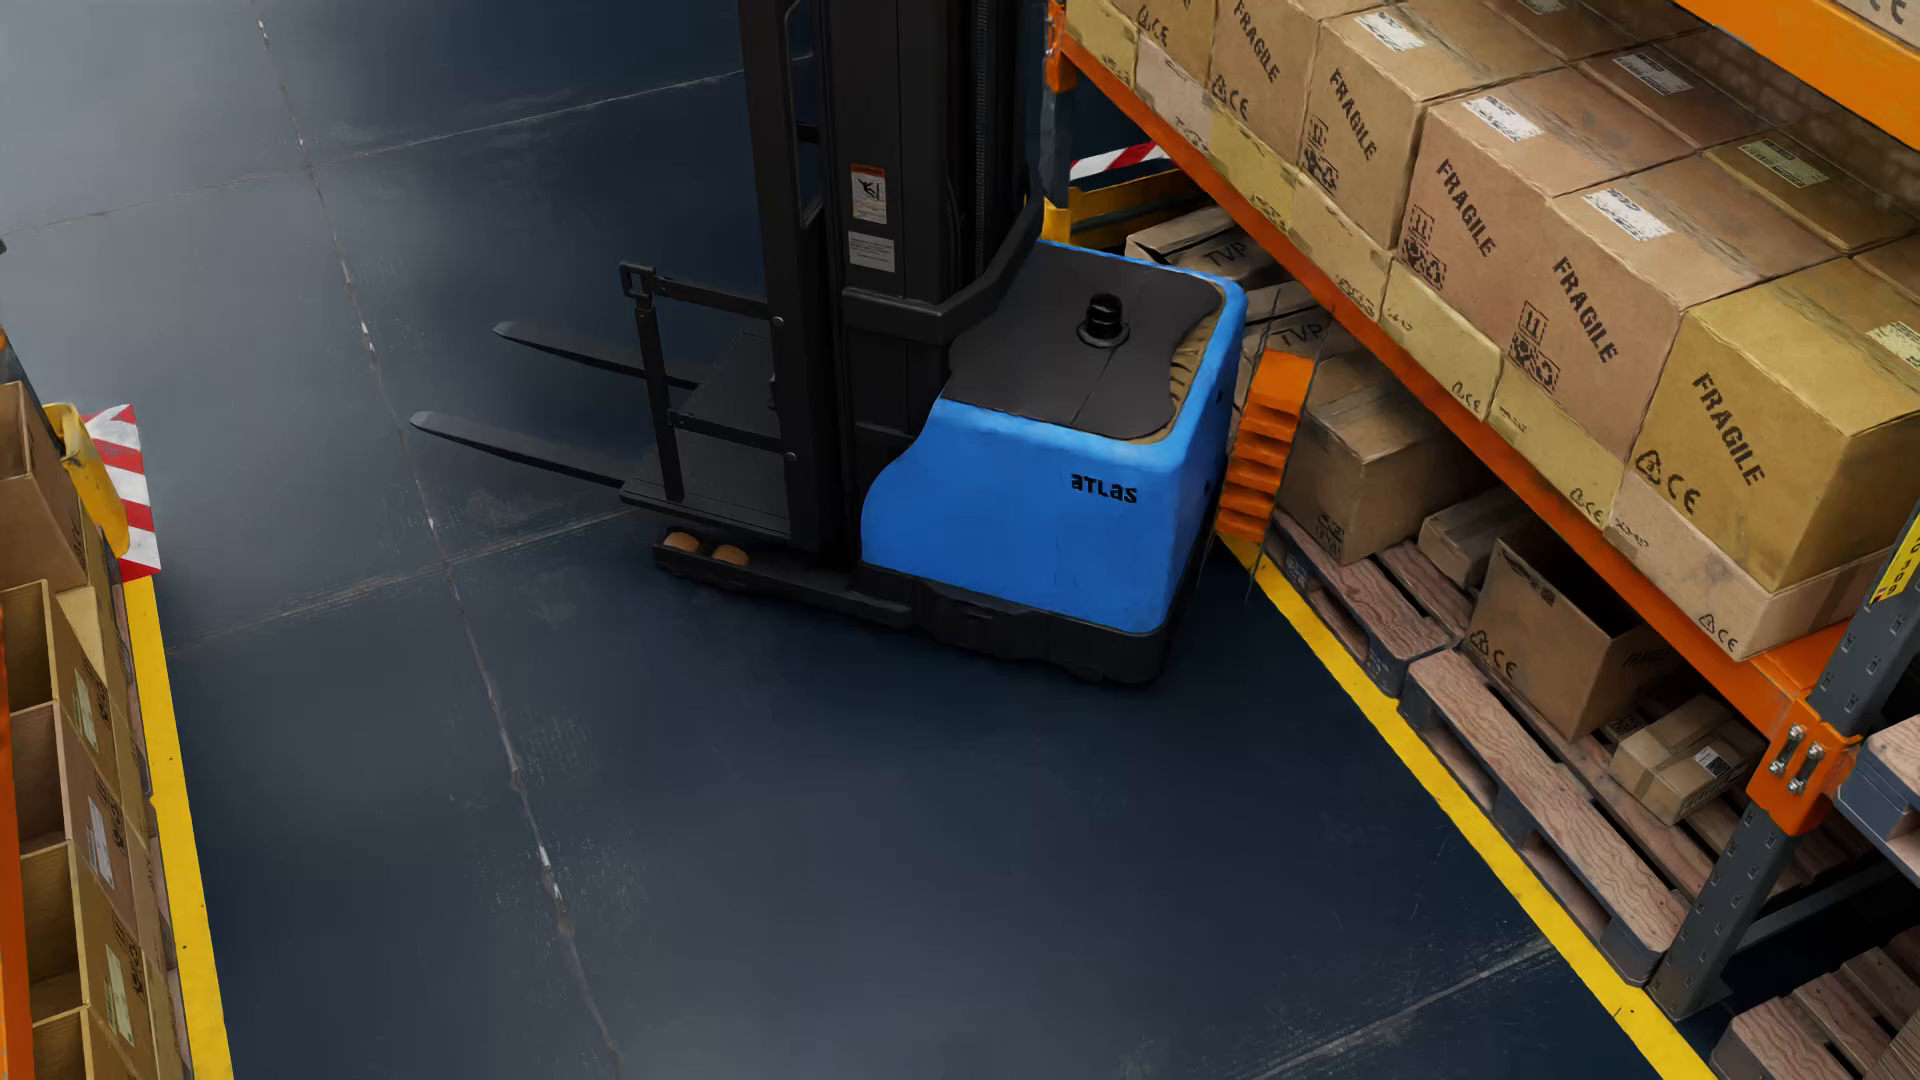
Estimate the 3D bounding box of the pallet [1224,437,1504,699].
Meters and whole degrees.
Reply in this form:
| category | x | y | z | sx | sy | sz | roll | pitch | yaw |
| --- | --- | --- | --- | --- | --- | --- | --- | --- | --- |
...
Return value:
| category | x | y | z | sx | sy | sz | roll | pitch | yaw |
| --- | --- | --- | --- | --- | --- | --- | --- | --- | --- |
| pallet | 1.666 | -0.053 | 6.153 | 1.003 | 0.211 | 1.213 | -18 | 47 | -17 |

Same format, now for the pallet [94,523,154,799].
| category | x | y | z | sx | sy | sz | roll | pitch | yaw |
| --- | --- | --- | --- | --- | --- | --- | --- | --- | --- |
| pallet | -3.318 | 0.535 | 5.558 | 1.003 | 0.211 | 1.213 | -18 | 47 | -17 |

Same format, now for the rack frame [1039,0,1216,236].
| category | x | y | z | sx | sy | sz | roll | pitch | yaw |
| --- | --- | --- | --- | --- | --- | --- | --- | --- | --- |
| rack frame | 0.816 | -2.398 | 6.545 | 1.000 | 3.000 | 0.127 | -18 | 47 | -17 |

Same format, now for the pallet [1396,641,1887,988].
| category | x | y | z | sx | sy | sz | roll | pitch | yaw |
| --- | --- | --- | --- | --- | --- | --- | --- | --- | --- |
| pallet | 2.183 | 0.726 | 5.364 | 1.003 | 0.211 | 1.213 | -18 | 47 | -17 |

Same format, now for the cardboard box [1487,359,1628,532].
| category | x | y | z | sx | sy | sz | roll | pitch | yaw |
| --- | --- | --- | --- | --- | --- | --- | --- | --- | --- |
| cardboard box | 1.822 | -0.335 | 4.547 | 0.500 | 0.250 | 0.500 | -18 | 47 | -17 |

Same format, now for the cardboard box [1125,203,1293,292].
| category | x | y | z | sx | sy | sz | roll | pitch | yaw |
| --- | --- | --- | --- | --- | --- | --- | --- | --- | --- |
| cardboard box | 1.025 | -1.130 | 6.861 | 0.500 | 0.311 | 0.500 | -23 | 49 | -22 |

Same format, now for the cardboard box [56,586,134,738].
| category | x | y | z | sx | sy | sz | roll | pitch | yaw |
| --- | --- | --- | --- | --- | --- | --- | --- | --- | --- |
| cardboard box | -2.962 | 0.466 | 5.301 | 0.500 | 0.250 | 0.500 | -18 | 47 | -17 |

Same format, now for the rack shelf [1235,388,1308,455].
| category | x | y | z | sx | sy | sz | roll | pitch | yaw |
| --- | --- | --- | --- | --- | --- | --- | --- | --- | --- |
| rack shelf | 1.042 | -0.422 | 5.538 | 0.180 | 0.103 | 0.258 | 17 | 47 | 11 |

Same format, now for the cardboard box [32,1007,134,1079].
| category | x | y | z | sx | sy | sz | roll | pitch | yaw |
| --- | --- | --- | --- | --- | --- | --- | --- | --- | --- |
| cardboard box | -2.123 | 1.474 | 3.745 | 0.500 | 0.500 | 0.500 | -18 | 47 | -17 |

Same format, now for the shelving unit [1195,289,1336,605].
| category | x | y | z | sx | sy | sz | roll | pitch | yaw |
| --- | --- | --- | --- | --- | --- | --- | --- | --- | --- |
| shelving unit | 1.028 | -0.287 | 5.678 | 0.189 | 1.200 | 0.258 | 17 | 47 | 11 |

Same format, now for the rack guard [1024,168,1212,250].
| category | x | y | z | sx | sy | sz | roll | pitch | yaw |
| --- | --- | --- | --- | --- | --- | --- | --- | --- | --- |
| rack guard | 0.848 | -1.460 | 7.374 | 1.175 | 0.500 | 0.348 | -18 | 47 | -17 |

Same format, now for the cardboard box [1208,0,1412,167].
| category | x | y | z | sx | sy | sz | roll | pitch | yaw |
| --- | --- | --- | --- | --- | --- | --- | --- | --- | --- |
| cardboard box | 1.154 | -1.577 | 5.271 | 0.500 | 0.500 | 0.500 | -20 | 48 | -19 |

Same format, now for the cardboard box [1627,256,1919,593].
| category | x | y | z | sx | sy | sz | roll | pitch | yaw |
| --- | --- | --- | --- | --- | --- | --- | --- | --- | --- |
| cardboard box | 2.018 | -0.280 | 3.957 | 0.500 | 0.500 | 0.500 | -18 | 47 | -18 |

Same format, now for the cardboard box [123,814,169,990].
| category | x | y | z | sx | sy | sz | roll | pitch | yaw |
| --- | --- | --- | --- | --- | --- | --- | --- | --- | --- |
| cardboard box | -2.542 | 1.103 | 4.655 | 0.500 | 0.250 | 0.500 | -18 | 47 | -17 |

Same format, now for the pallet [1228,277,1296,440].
| category | x | y | z | sx | sy | sz | roll | pitch | yaw |
| --- | --- | --- | --- | --- | --- | --- | --- | --- | --- |
| pallet | 1.157 | -0.829 | 6.940 | 1.003 | 0.211 | 1.213 | -18 | 47 | -17 |

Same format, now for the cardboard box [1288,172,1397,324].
| category | x | y | z | sx | sy | sz | roll | pitch | yaw |
| --- | --- | --- | --- | --- | --- | --- | --- | --- | --- |
| cardboard box | 1.384 | -0.971 | 5.191 | 0.500 | 0.250 | 0.500 | -18 | 47 | -17 |

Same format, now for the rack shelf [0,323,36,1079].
| category | x | y | z | sx | sy | sz | roll | pitch | yaw |
| --- | --- | --- | --- | --- | --- | --- | --- | --- | --- |
| rack shelf | -2.836 | 0.598 | 4.021 | 1.077 | 0.370 | 4.000 | -18 | 47 | -17 |

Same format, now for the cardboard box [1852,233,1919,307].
| category | x | y | z | sx | sy | sz | roll | pitch | yaw |
| --- | --- | --- | --- | --- | --- | --- | --- | --- | --- |
| cardboard box | 2.490 | -0.431 | 4.110 | 0.500 | 0.500 | 0.500 | -19 | 48 | -18 |

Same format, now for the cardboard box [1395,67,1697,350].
| category | x | y | z | sx | sy | sz | roll | pitch | yaw |
| --- | --- | --- | --- | --- | --- | --- | --- | --- | --- |
| cardboard box | 1.601 | -0.920 | 4.606 | 0.500 | 0.500 | 0.500 | -19 | 48 | -19 |

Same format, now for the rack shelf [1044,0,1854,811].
| category | x | y | z | sx | sy | sz | roll | pitch | yaw |
| --- | --- | --- | --- | --- | --- | --- | --- | --- | --- |
| rack shelf | 1.657 | -0.868 | 5.506 | 1.077 | 0.370 | 4.000 | -18 | 47 | -17 |

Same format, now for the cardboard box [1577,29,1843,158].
| category | x | y | z | sx | sy | sz | roll | pitch | yaw |
| --- | --- | --- | --- | --- | --- | --- | --- | --- | --- |
| cardboard box | 2.071 | -1.081 | 4.769 | 0.500 | 0.500 | 0.500 | -17 | 47 | -16 |

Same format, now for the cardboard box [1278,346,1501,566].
| category | x | y | z | sx | sy | sz | roll | pitch | yaw |
| --- | --- | --- | --- | --- | --- | --- | --- | --- | --- |
| cardboard box | 1.528 | -0.352 | 5.938 | 0.700 | 0.500 | 0.500 | -21 | 48 | -20 |

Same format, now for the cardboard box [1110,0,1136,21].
| category | x | y | z | sx | sy | sz | roll | pitch | yaw |
| --- | --- | --- | --- | --- | --- | --- | --- | --- | --- |
| cardboard box | 0.744 | -2.226 | 5.929 | 0.500 | 0.500 | 0.500 | -18 | 47 | -17 |

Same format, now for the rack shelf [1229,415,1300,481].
| category | x | y | z | sx | sy | sz | roll | pitch | yaw |
| --- | --- | --- | --- | --- | --- | --- | --- | --- | --- |
| rack shelf | 1.033 | -0.340 | 5.624 | 0.180 | 0.103 | 0.258 | 17 | 47 | 11 |

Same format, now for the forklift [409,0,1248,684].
| category | x | y | z | sx | sy | sz | roll | pitch | yaw |
| --- | --- | --- | --- | --- | --- | --- | --- | --- | --- |
| forklift | -0.586 | -1.195 | 5.374 | 3.031 | 2.935 | 1.130 | 14 | 46 | 14 |

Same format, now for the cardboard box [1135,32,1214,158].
| category | x | y | z | sx | sy | sz | roll | pitch | yaw |
| --- | --- | --- | --- | --- | --- | --- | --- | --- | --- |
| cardboard box | 0.964 | -1.621 | 5.849 | 0.500 | 0.250 | 0.500 | -19 | 48 | -19 |

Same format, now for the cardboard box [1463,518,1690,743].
| category | x | y | z | sx | sy | sz | roll | pitch | yaw |
| --- | --- | --- | --- | --- | --- | --- | --- | --- | --- |
| cardboard box | 2.025 | 0.234 | 5.343 | 0.500 | 0.500 | 0.500 | -21 | 49 | -20 |

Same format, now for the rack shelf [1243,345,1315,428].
| category | x | y | z | sx | sy | sz | roll | pitch | yaw |
| --- | --- | --- | --- | --- | --- | --- | --- | --- | --- |
| rack shelf | 1.051 | -0.505 | 5.451 | 0.180 | 0.103 | 0.258 | 17 | 47 | 11 |

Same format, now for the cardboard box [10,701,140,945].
| category | x | y | z | sx | sy | sz | roll | pitch | yaw |
| --- | --- | --- | --- | --- | --- | --- | --- | --- | --- |
| cardboard box | -2.539 | 0.835 | 4.393 | 0.500 | 0.500 | 0.500 | -18 | 47 | -17 |

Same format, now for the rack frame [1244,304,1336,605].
| category | x | y | z | sx | sy | sz | roll | pitch | yaw |
| --- | --- | --- | --- | --- | --- | --- | --- | --- | --- |
| rack frame | 1.114 | -0.260 | 5.661 | 0.006 | 1.200 | 0.240 | 17 | 47 | 11 |

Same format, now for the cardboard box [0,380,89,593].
| category | x | y | z | sx | sy | sz | roll | pitch | yaw |
| --- | --- | --- | --- | --- | --- | --- | --- | --- | --- |
| cardboard box | -3.182 | -0.117 | 5.357 | 0.500 | 0.500 | 0.500 | -18 | 47 | -17 |
